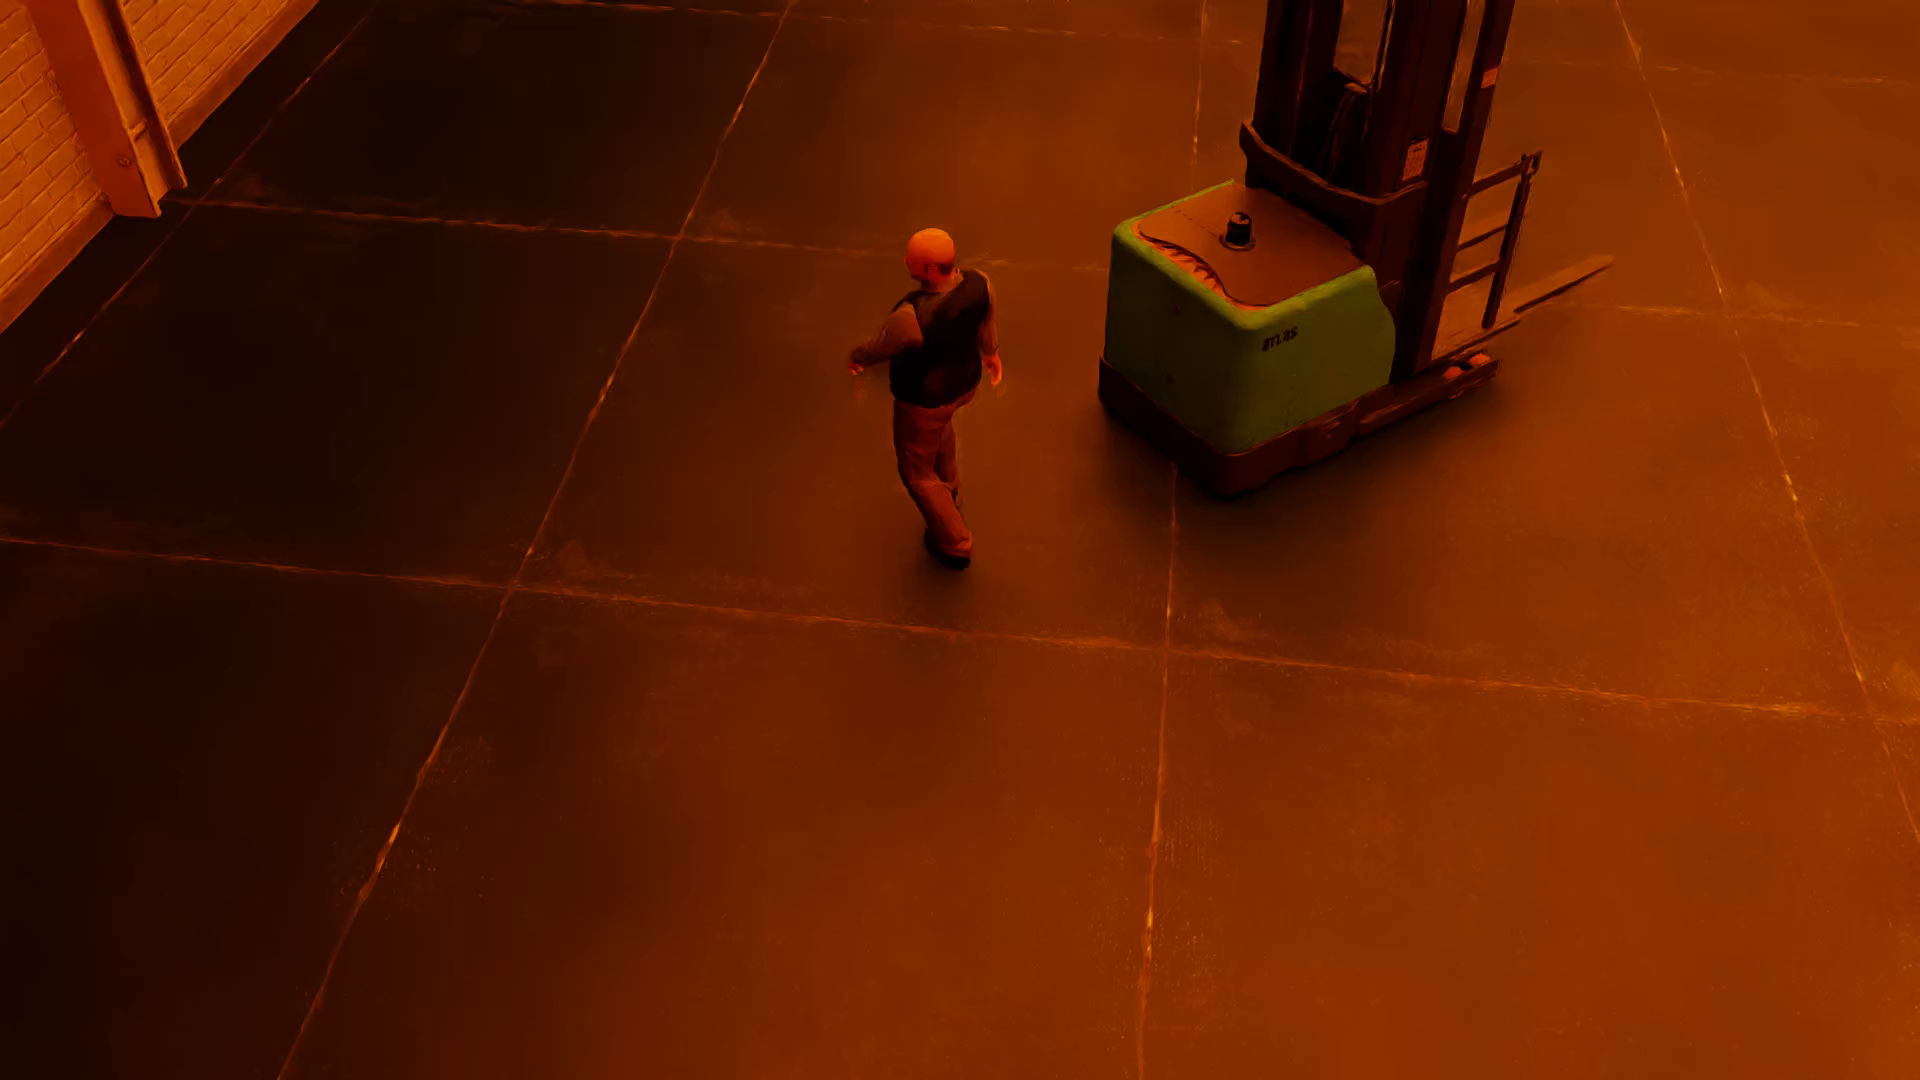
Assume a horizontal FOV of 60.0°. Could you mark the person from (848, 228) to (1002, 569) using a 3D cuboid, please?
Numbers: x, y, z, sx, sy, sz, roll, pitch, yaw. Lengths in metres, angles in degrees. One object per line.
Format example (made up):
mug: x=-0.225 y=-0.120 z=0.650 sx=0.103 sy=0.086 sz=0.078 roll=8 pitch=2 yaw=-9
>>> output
person: x=-0.104 y=-0.728 z=7.471 sx=0.723 sy=1.659 sz=0.662 roll=28 pitch=50 yaw=27

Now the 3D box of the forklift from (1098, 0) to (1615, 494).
forklift: x=2.219 y=-2.092 z=8.002 sx=3.031 sy=2.935 sz=1.130 roll=-25 pitch=48 yaw=-25
